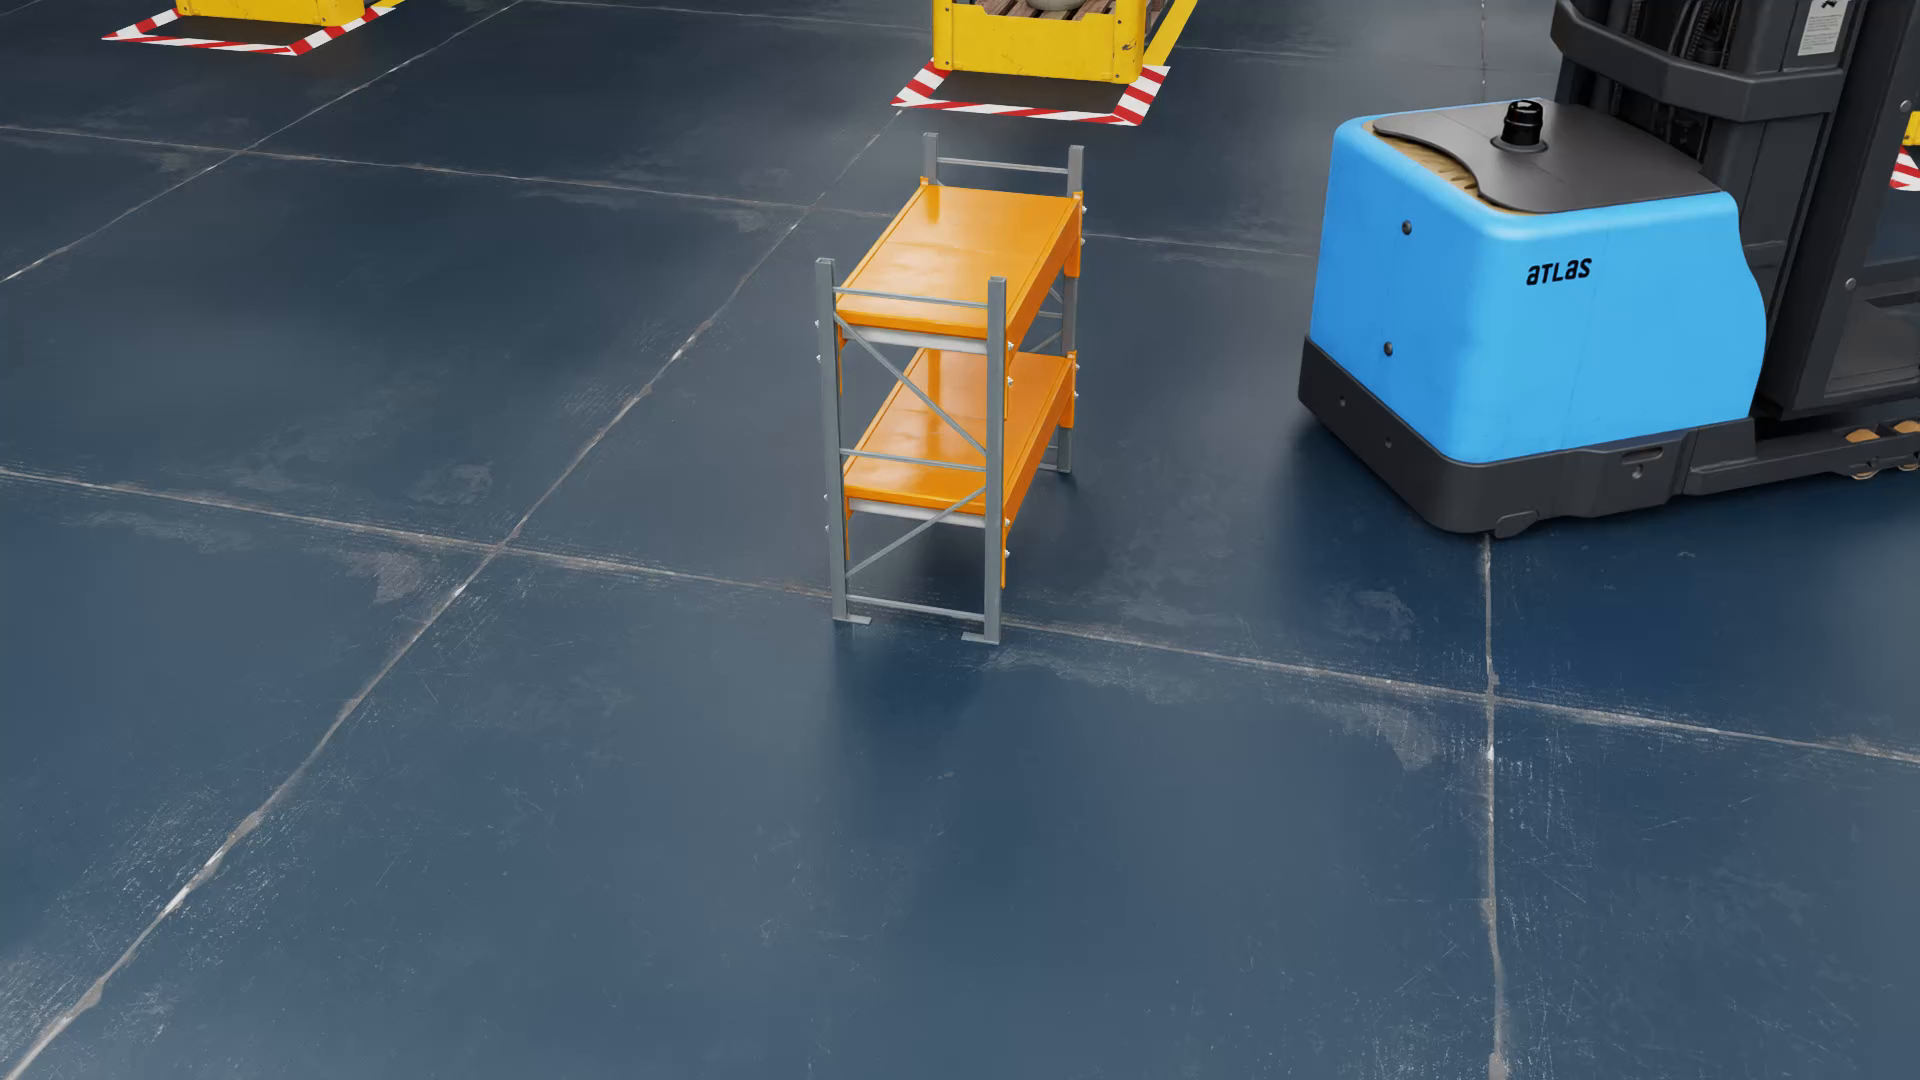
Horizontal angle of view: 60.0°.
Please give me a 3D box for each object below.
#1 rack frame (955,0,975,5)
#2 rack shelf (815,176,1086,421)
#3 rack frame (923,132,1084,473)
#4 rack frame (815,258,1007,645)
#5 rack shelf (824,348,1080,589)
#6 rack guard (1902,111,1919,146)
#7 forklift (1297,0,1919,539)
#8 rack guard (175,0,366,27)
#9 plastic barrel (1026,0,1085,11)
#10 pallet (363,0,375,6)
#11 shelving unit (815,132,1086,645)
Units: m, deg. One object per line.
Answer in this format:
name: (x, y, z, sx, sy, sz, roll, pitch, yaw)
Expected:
rack frame: (0.469, -3.914, 8.610, 1.000, 3.000, 0.127, 8, 33, 12)
rack shelf: (0.002, -0.725, 4.797, 0.538, 0.278, 1.000, 8, 33, 12)
rack frame: (0.131, -0.742, 5.369, 0.500, 1.125, 0.032, 8, 33, 12)
rack frame: (-0.127, -0.214, 4.539, 0.500, 1.125, 0.032, 8, 33, 12)
rack shelf: (0.002, -0.272, 5.085, 0.538, 0.278, 1.000, 8, 33, 12)
rack guard: (5.279, -2.224, 8.282, 1.175, 0.500, 0.348, 8, 33, 12)
forklift: (2.776, -1.698, 5.189, 3.031, 2.935, 1.130, -10, 34, -15)
rack guard: (-4.327, -3.523, 10.325, 1.175, 0.500, 0.348, 8, 33, 12)
plastic barrel: (0.562, -3.393, 9.719, 0.421, 0.512, 0.421, 0, 32, 0)
pallet: (-4.168, -3.816, 11.056, 1.003, 0.211, 1.213, 8, 33, 12)
shelving unit: (0.002, -0.478, 4.954, 0.538, 1.125, 1.048, 8, 33, 12)
